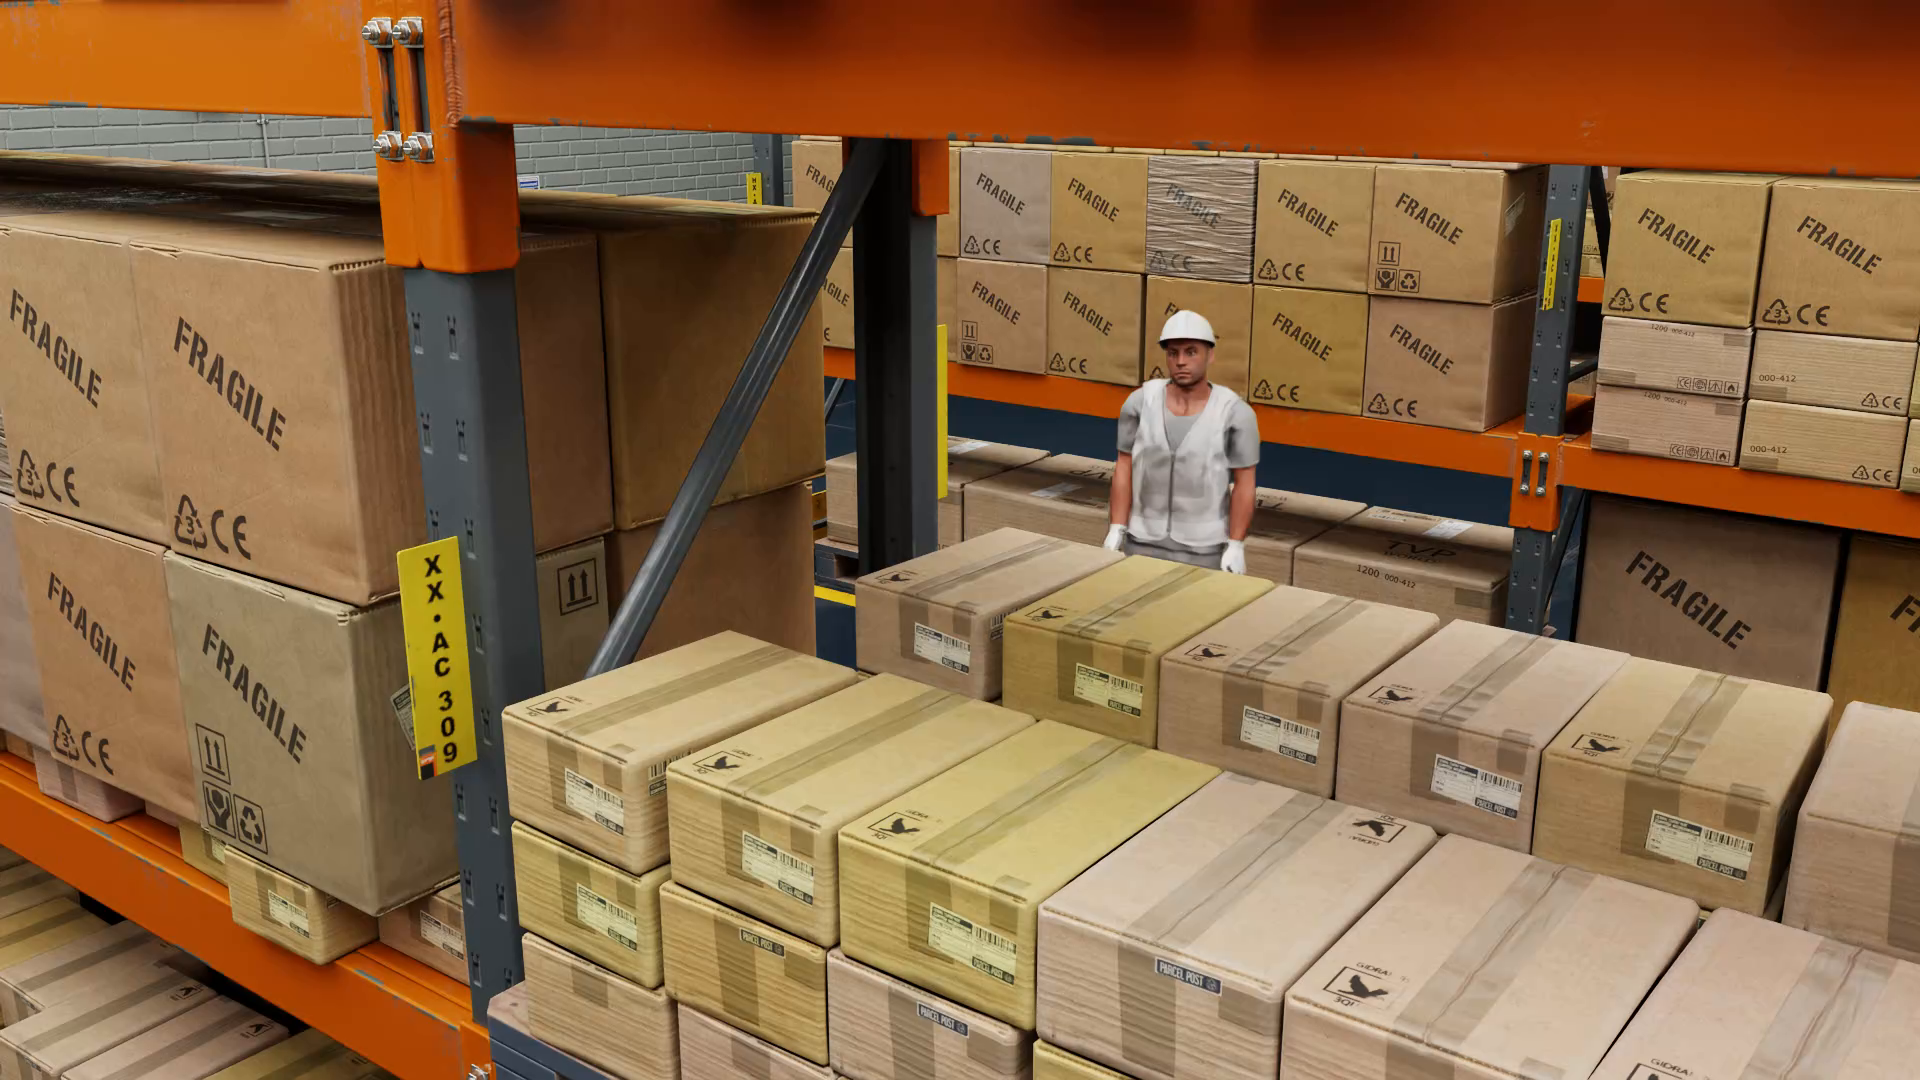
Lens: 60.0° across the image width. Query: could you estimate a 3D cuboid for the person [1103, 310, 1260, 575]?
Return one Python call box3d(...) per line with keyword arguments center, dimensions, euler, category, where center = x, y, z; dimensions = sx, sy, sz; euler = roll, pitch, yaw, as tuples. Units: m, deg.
box3d(center=(0.813, 0.044, 6.253), dimensions=(0.560, 1.796, 0.515), euler=(5, 17, 17), category="person")
